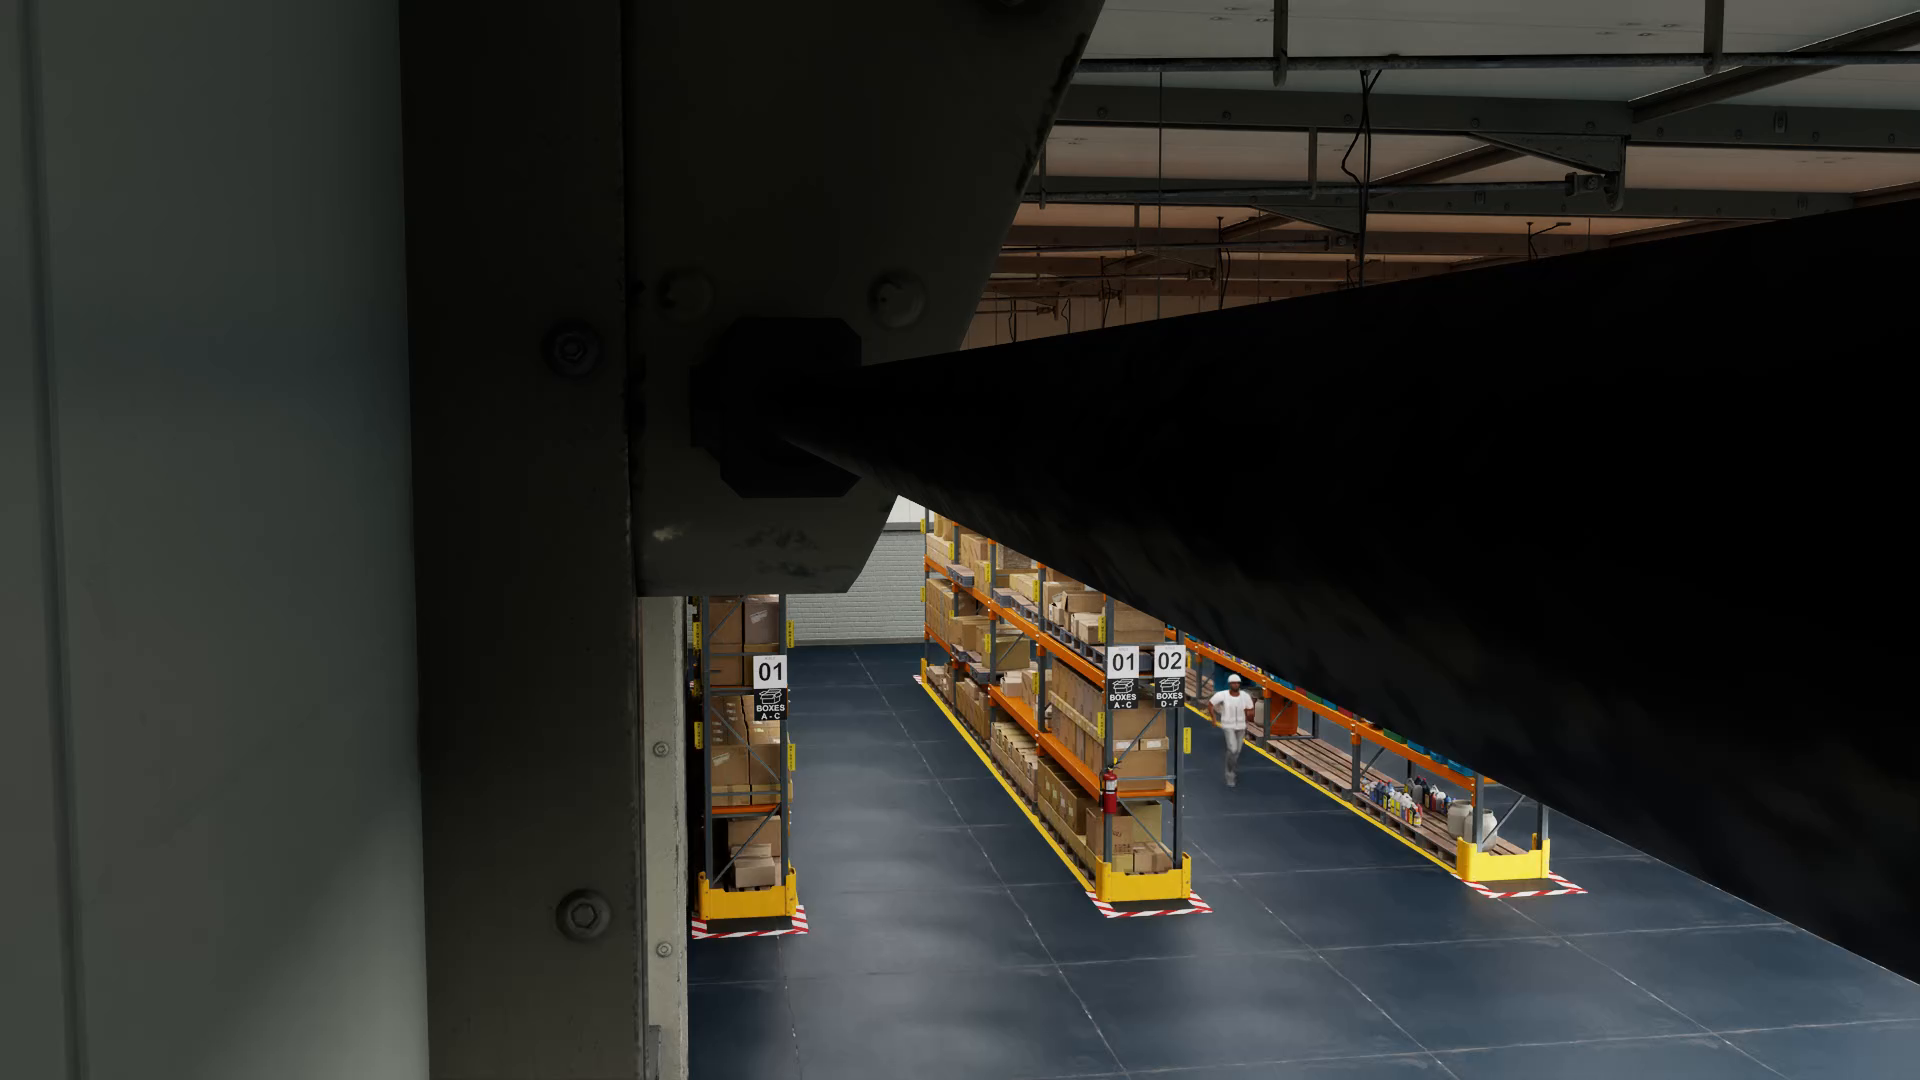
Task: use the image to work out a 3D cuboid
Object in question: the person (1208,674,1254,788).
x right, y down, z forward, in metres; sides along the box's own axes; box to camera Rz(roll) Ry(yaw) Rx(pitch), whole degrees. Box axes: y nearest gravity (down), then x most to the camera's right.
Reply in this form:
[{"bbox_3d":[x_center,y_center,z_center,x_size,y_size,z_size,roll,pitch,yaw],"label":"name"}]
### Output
[{"bbox_3d":[4.436,3.081,26.981,0.671,1.827,0.757,-1,5,-15],"label":"person"}]
